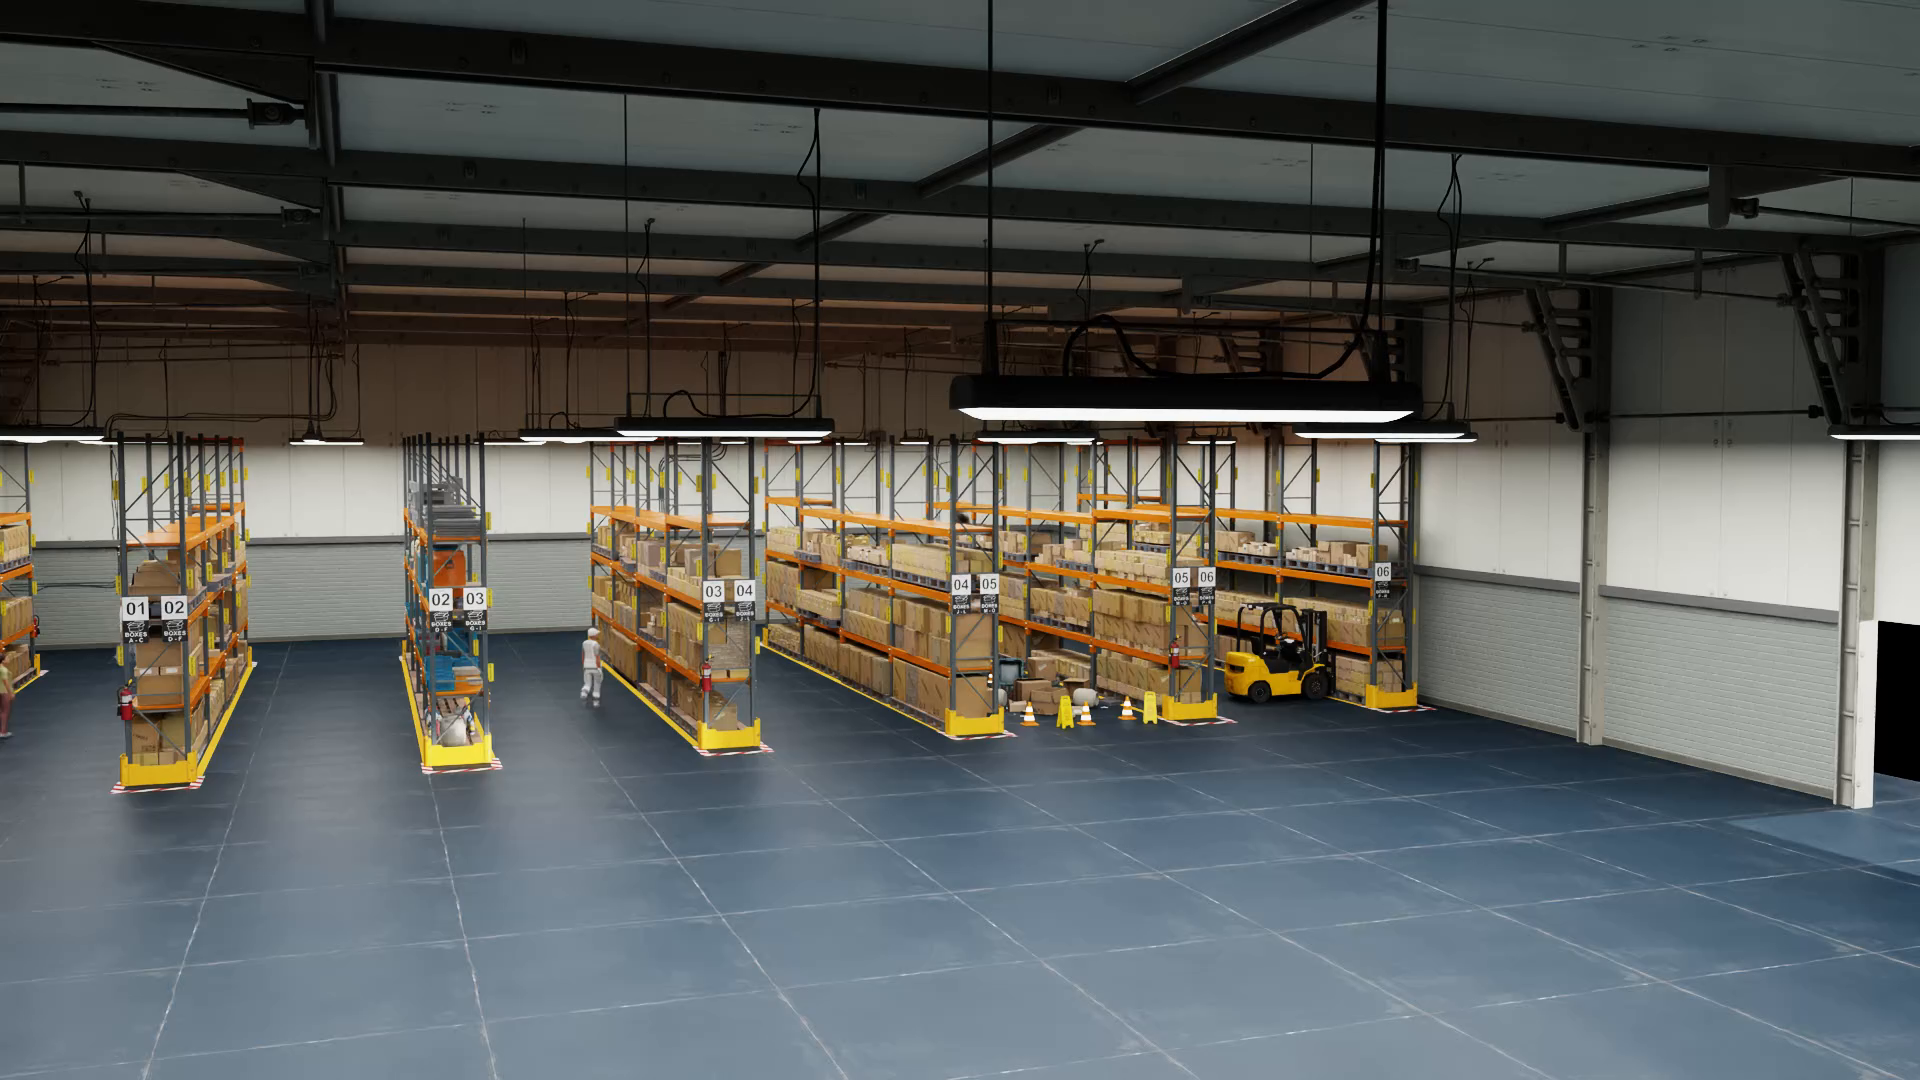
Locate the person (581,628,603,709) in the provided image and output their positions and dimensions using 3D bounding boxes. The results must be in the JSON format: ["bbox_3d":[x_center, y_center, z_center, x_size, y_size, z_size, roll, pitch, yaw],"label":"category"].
[{"bbox_3d":[-8.062,2.810,36.340,0.523,1.780,0.724,1,3,14],"label":"person"}]

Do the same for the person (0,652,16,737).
[{"bbox_3d":[-18.876,3.054,32.887,0.468,1.680,0.444,1,3,19],"label":"person"}]
